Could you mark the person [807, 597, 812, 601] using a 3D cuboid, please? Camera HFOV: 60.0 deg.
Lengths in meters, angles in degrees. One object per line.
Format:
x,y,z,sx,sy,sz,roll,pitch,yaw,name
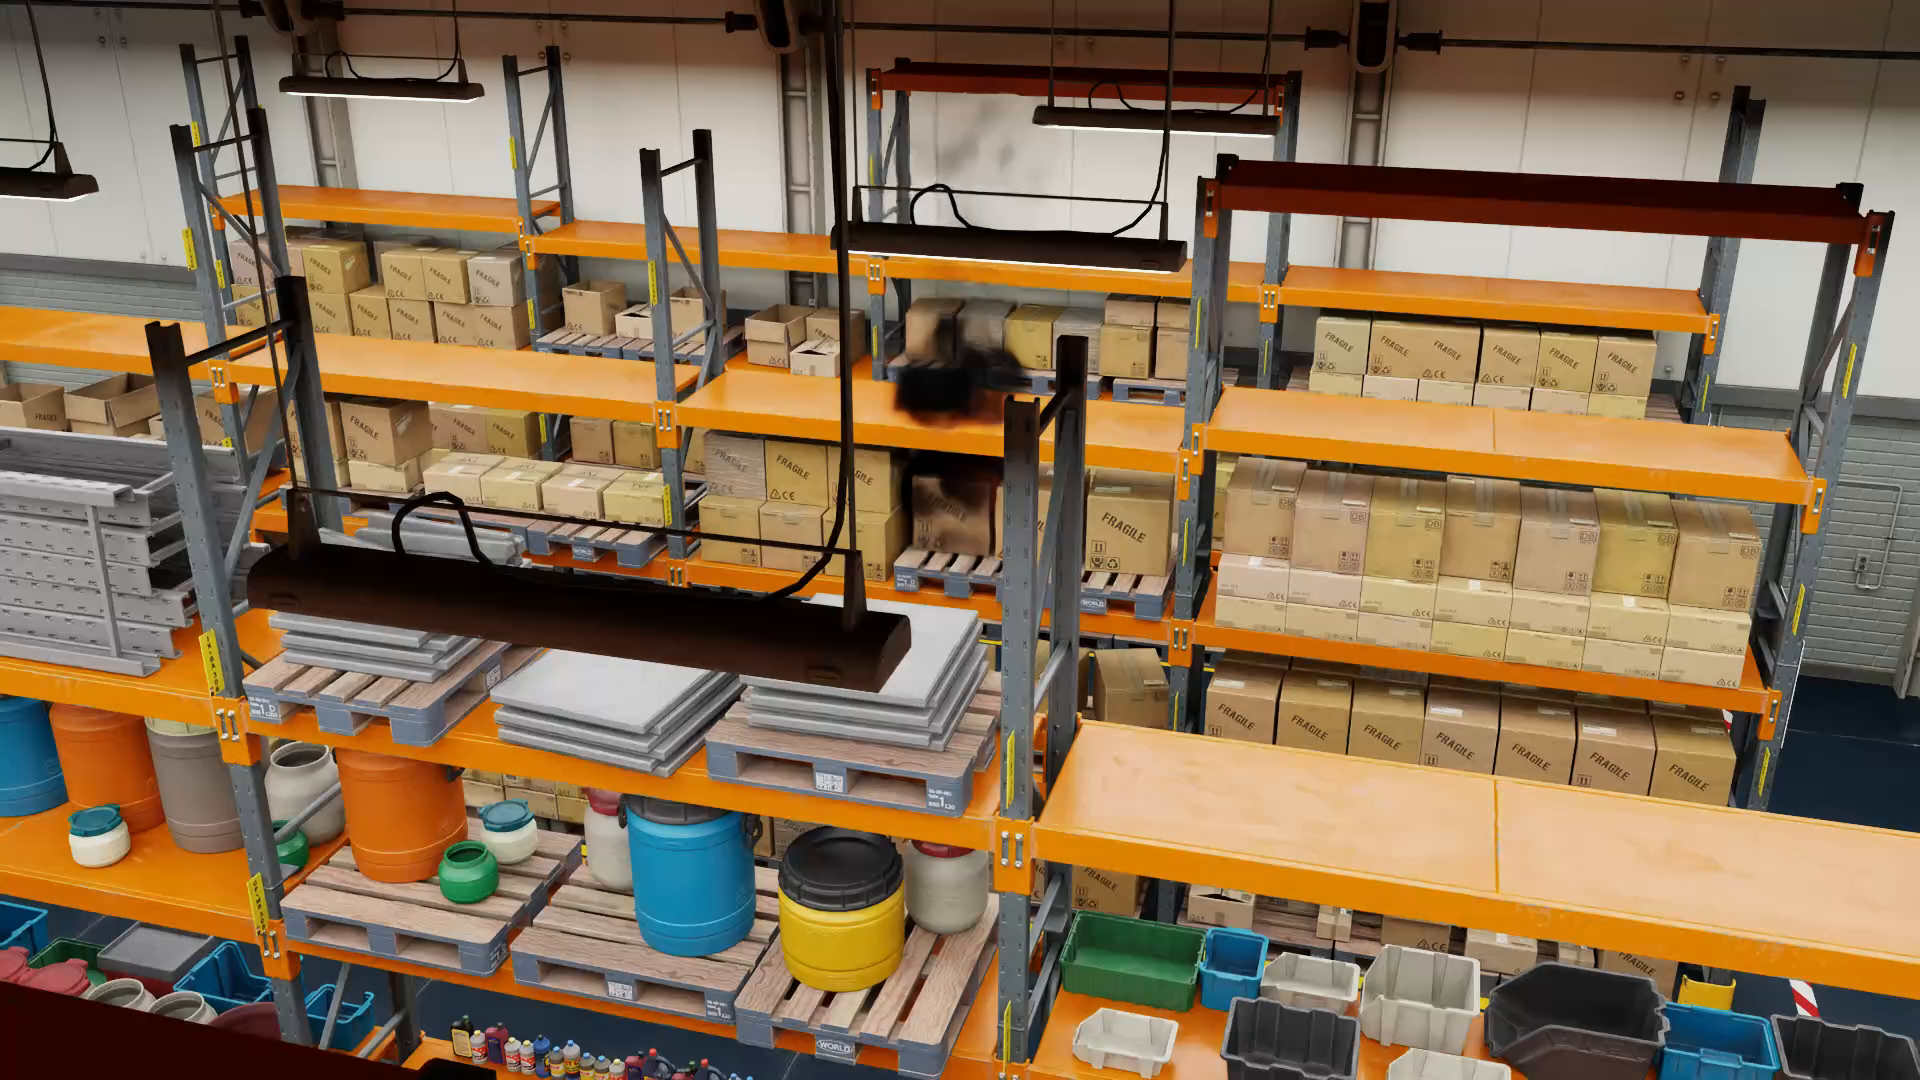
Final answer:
-1.306,1.071,15.822,0.904,1.785,0.645,7,23,16,person
